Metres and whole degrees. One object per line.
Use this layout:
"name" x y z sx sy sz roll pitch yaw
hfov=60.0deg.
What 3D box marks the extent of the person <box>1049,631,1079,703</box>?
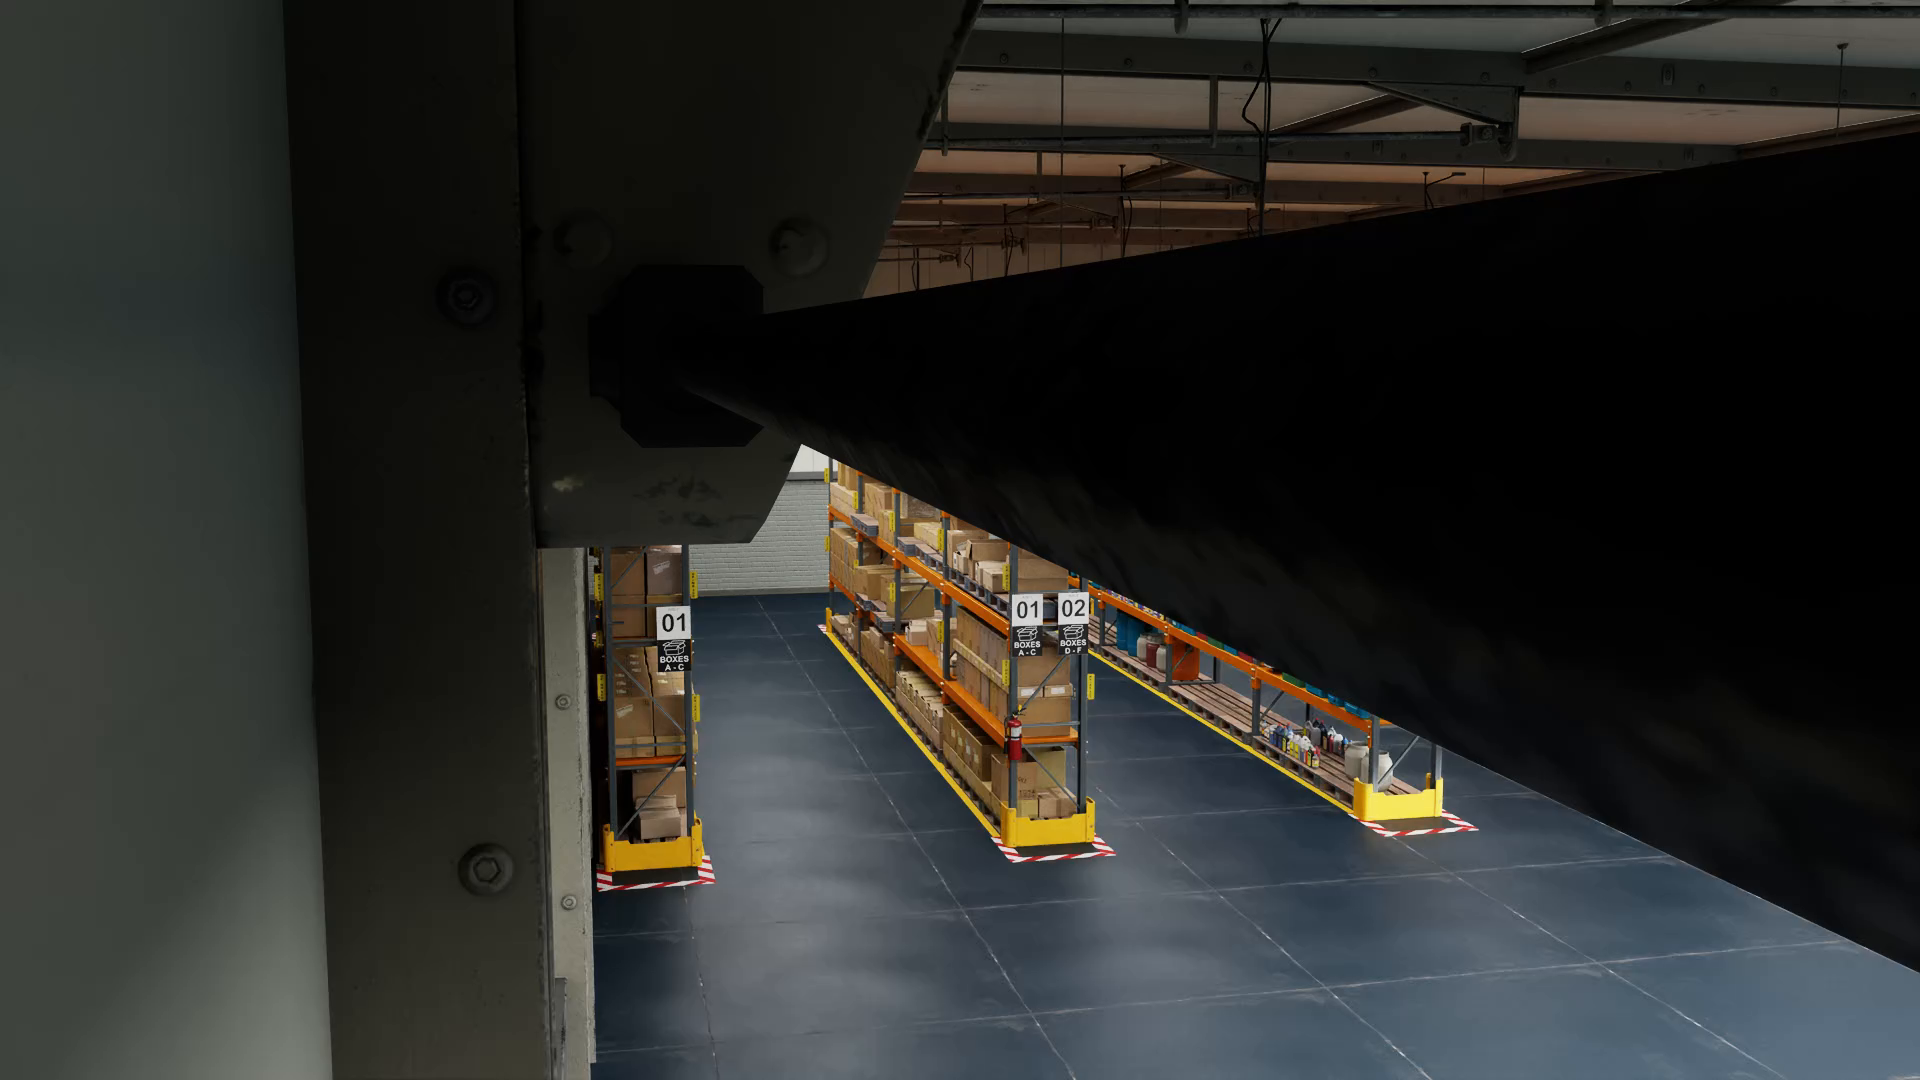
"person" 1.934 1.918 29.626 0.650 1.840 0.826 -3 7 -24
